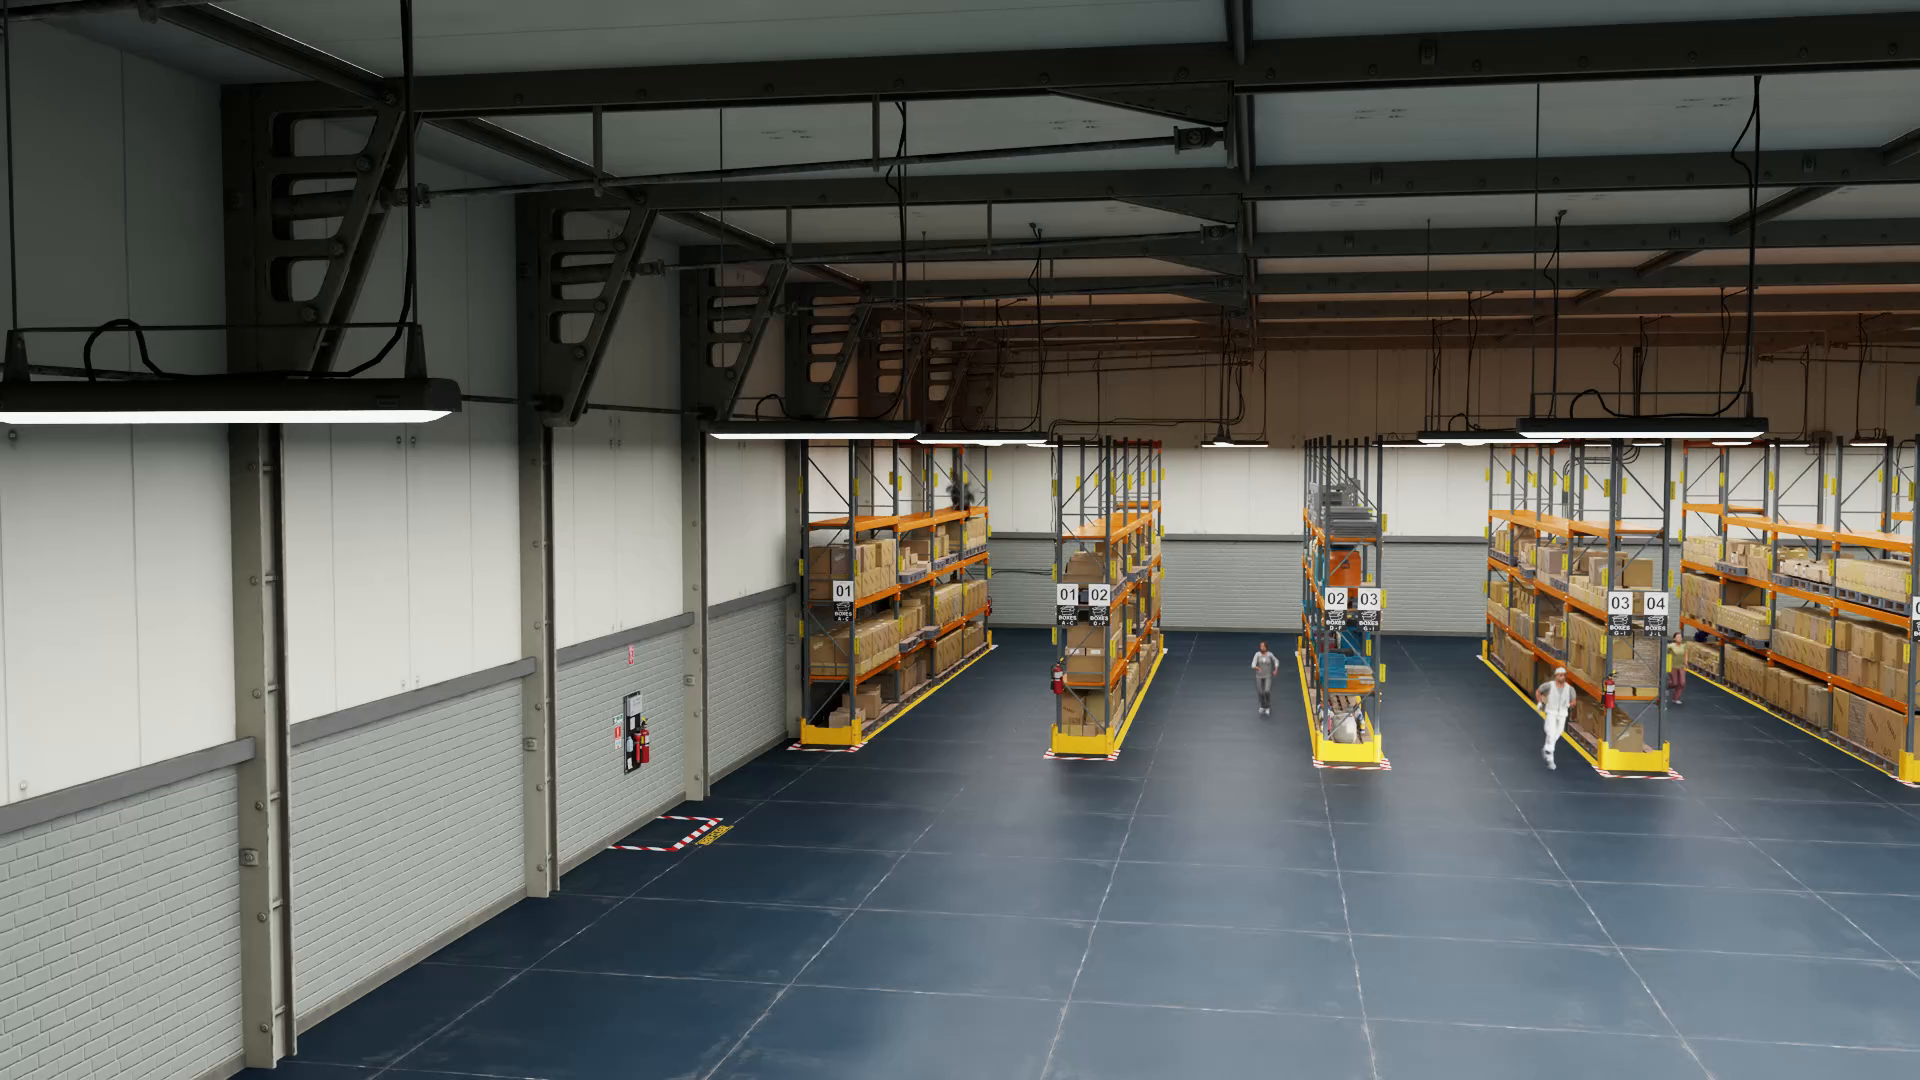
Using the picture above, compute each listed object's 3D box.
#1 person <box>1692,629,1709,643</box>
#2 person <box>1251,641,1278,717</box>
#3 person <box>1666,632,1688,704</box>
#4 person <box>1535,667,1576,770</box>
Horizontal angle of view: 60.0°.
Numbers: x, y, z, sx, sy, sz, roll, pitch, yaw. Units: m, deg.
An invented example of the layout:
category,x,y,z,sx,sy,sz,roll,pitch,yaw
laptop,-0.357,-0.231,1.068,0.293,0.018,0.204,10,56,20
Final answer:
category,x,y,z,sx,sy,sz,roll,pitch,yaw
person,20.351,2.468,45.687,0.740,1.574,0.899,1,3,25
person,6.562,2.997,35.833,0.555,1.633,0.679,1,3,14
person,16.199,2.882,37.672,0.569,1.621,0.622,0,3,-2
person,10.830,3.207,30.204,0.693,1.813,0.924,0,3,3
